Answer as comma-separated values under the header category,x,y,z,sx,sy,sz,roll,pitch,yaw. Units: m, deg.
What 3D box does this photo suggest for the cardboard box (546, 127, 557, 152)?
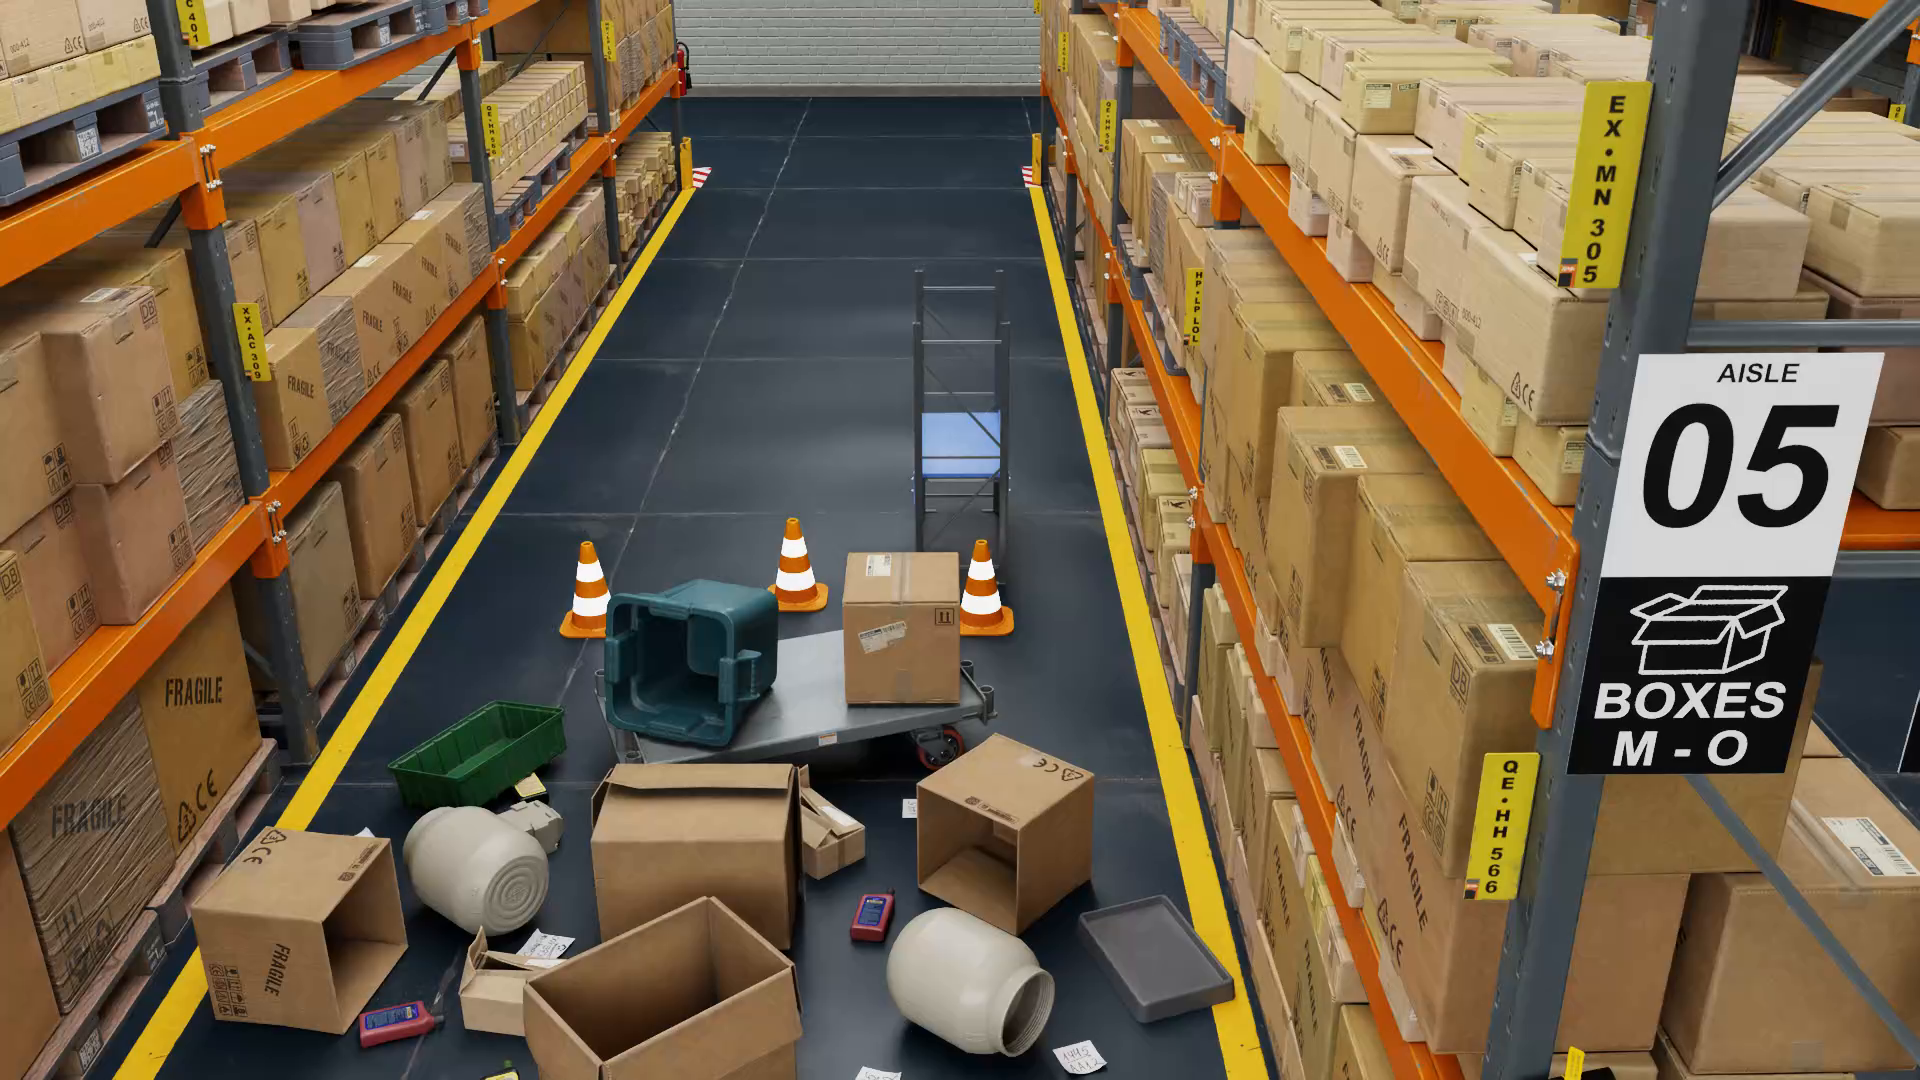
category,x,y,z,sx,sy,sz,roll,pitch,yaw
cardboard box,-3.288,-3.040,12.626,0.380,0.149,0.250,1,24,2

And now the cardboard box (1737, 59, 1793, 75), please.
category,x,y,z,sx,sy,sz,roll,pitch,yaw
cardboard box,6.191,-3.573,13.380,0.700,0.500,0.500,0,24,0

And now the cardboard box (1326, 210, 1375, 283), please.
category,x,y,z,sx,sy,sz,roll,pitch,yaw
cardboard box,1.227,-0.812,4.571,0.380,0.149,0.250,-1,24,-1

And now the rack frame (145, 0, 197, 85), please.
category,x,y,z,sx,sy,sz,roll,pitch,yaw
rack frame,-3.421,-3.099,5.683,1.000,3.000,0.127,0,24,-1

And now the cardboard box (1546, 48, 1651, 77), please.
category,x,y,z,sx,sy,sz,roll,pitch,yaw
cardboard box,1.862,-1.277,4.632,0.380,0.149,0.250,0,24,0

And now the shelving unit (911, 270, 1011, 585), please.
category,x,y,z,sx,sy,sz,roll,pitch,yaw
shelving unit,0.001,-0.648,9.363,0.538,1.500,1.048,0,24,-1

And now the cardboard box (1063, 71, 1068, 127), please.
category,x,y,z,sx,sy,sz,roll,pitch,yaw
cardboard box,1.180,-3.962,14.749,0.500,0.500,0.500,0,24,0

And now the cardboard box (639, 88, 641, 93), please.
category,x,y,z,sx,sy,sz,roll,pitch,yaw
cardboard box,-3.320,-4.423,16.194,0.380,0.149,0.250,0,24,0

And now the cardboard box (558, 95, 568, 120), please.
category,x,y,z,sx,sy,sz,roll,pitch,yaw
cardboard box,-3.295,-3.388,13.036,0.380,0.149,0.250,-1,24,-2

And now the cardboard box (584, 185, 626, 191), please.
category,x,y,z,sx,sy,sz,roll,pitch,yaw
cardboard box,-3.300,-3.187,15.384,0.380,0.149,0.250,-1,24,-1

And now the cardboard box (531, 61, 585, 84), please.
category,x,y,z,sx,sy,sz,roll,pitch,yaw
cardboard box,-3.309,-3.846,13.687,0.380,0.149,0.250,1,24,2

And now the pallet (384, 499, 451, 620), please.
category,x,y,z,sx,sy,sz,roll,pitch,yaw
pallet,-3.521,0.083,9.310,1.003,0.211,1.213,0,24,-1

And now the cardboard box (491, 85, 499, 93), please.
category,x,y,z,sx,sy,sz,roll,pitch,yaw
cardboard box,-3.959,-3.604,13.512,0.380,0.149,0.250,-1,24,-2

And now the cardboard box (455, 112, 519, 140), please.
category,x,y,z,sx,sy,sz,roll,pitch,yaw
cardboard box,-3.282,-2.874,11.539,0.380,0.149,0.250,-1,24,-3

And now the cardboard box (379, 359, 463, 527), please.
category,x,y,z,sx,sy,sz,roll,pitch,yaw
cardboard box,-3.535,-0.569,9.588,1.050,0.750,0.750,0,24,0

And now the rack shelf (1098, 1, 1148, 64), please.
category,x,y,z,sx,sy,sz,roll,pitch,yaw
rack shelf,1.462,-3.941,12.057,1.077,0.370,4.000,0,24,-1

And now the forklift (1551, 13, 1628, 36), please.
category,x,y,z,sx,sy,sz,roll,pitch,yaw
forklift,3.042,-1.186,8.816,1.130,2.935,3.031,0,24,0

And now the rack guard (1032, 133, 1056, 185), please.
category,x,y,z,sx,sy,sz,roll,pitch,yaw
rack guard,1.397,-4.246,18.531,1.175,0.500,0.348,0,24,-1

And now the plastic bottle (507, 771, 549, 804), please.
category,x,y,z,sx,sy,sz,roll,pitch,yaw
plastic bottle,-1.909,1.080,7.288,0.133,0.061,0.283,-14,28,-28

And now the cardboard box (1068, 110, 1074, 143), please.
category,x,y,z,sx,sy,sz,roll,pitch,yaw
cardboard box,1.181,-3.476,13.977,0.500,0.250,0.500,-1,24,-2

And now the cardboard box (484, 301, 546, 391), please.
category,x,y,z,sx,sy,sz,roll,pitch,yaw
cardboard box,-3.217,-1.359,11.639,0.500,0.500,0.500,-1,24,-3

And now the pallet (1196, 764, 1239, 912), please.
category,x,y,z,sx,sy,sz,roll,pitch,yaw
pallet,1.570,1.117,7.024,1.003,0.211,1.213,0,24,-1

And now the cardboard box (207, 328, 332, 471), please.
category,x,y,z,sx,sy,sz,roll,pitch,yaw
cardboard box,-3.157,-0.629,7.380,0.500,0.500,0.500,0,24,0

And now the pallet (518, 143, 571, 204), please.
category,x,y,z,sx,sy,sz,roll,pitch,yaw
pallet,-3.527,-2.742,12.406,1.003,0.211,1.213,0,24,-1

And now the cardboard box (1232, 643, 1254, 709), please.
category,x,y,z,sx,sy,sz,roll,pitch,yaw
cardboard box,1.213,0.502,6.129,0.380,0.149,0.250,1,24,1

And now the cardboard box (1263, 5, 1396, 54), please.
category,x,y,z,sx,sy,sz,roll,pitch,yaw
cardboard box,1.231,-1.698,5.562,0.380,0.149,0.250,-1,24,-2

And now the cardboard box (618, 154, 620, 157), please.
category,x,y,z,sx,sy,sz,roll,pitch,yaw
cardboard box,-3.803,-4.122,17.812,0.380,0.149,0.250,1,24,2

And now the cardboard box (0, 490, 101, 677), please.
category,x,y,z,sx,sy,sz,roll,pitch,yaw
cardboard box,-3.488,0.167,5.558,0.875,0.550,0.550,0,24,-1

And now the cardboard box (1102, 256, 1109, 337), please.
category,x,y,z,sx,sy,sz,roll,pitch,yaw
cardboard box,1.554,-1.954,12.499,0.875,0.875,0.875,0,24,0

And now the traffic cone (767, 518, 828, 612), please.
category,x,y,z,sx,sy,sz,roll,pitch,yaw
traffic cone,-0.889,0.106,8.953,0.336,0.463,0.334,0,24,-1

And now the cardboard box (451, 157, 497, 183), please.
category,x,y,z,sx,sy,sz,roll,pitch,yaw
cardboard box,-3.269,-2.427,10.910,0.380,0.149,0.250,1,24,2

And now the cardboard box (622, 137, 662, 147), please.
category,x,y,z,sx,sy,sz,roll,pitch,yaw
cardboard box,-3.347,-4.153,17.521,0.380,0.149,0.250,0,24,0

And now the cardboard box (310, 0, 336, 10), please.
category,x,y,z,sx,sy,sz,roll,pitch,yaw
cardboard box,-3.229,-2.680,7.929,0.396,0.266,0.258,0,24,-1

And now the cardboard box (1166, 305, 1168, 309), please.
category,x,y,z,sx,sy,sz,roll,pitch,yaw
cardboard box,1.249,-1.138,8.421,0.380,0.149,0.250,0,24,-1

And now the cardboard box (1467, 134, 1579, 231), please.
category,x,y,z,sx,sy,sz,roll,pitch,yaw
cardboard box,1.287,-0.747,3.458,0.380,0.149,0.250,-1,24,-1

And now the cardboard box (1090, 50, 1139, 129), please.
category,x,y,z,sx,sy,sz,roll,pitch,yaw
cardboard box,1.204,-3.207,11.867,0.500,0.500,0.500,0,24,-1

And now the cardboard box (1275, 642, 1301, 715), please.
category,x,y,z,sx,sy,sz,roll,pitch,yaw
cardboard box,1.246,0.447,5.427,0.380,0.149,0.250,0,24,-1

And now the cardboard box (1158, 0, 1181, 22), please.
category,x,y,z,sx,sy,sz,roll,pitch,yaw
cardboard box,1.485,-3.100,9.202,0.700,0.500,0.500,0,24,-1

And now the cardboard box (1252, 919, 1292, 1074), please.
category,x,y,z,sx,sy,sz,roll,pitch,yaw
cardboard box,1.285,1.519,5.579,0.500,0.250,0.500,-1,24,-2

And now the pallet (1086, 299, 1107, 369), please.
category,x,y,z,sx,sy,sz,roll,pitch,yaw
pallet,1.541,-1.634,13.107,1.003,0.211,1.213,0,24,-1

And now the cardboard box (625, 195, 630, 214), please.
category,x,y,z,sx,sy,sz,roll,pitch,yaw
cardboard box,-3.323,-3.157,15.678,0.380,0.149,0.250,-1,24,-3

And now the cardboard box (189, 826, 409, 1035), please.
category,x,y,z,sx,sy,sz,roll,pitch,yaw
cardboard box,-2.378,1.407,6.030,0.500,0.500,0.500,4,25,9

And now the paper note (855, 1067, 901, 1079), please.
category,x,y,z,sx,sy,sz,roll,pitch,yaw
paper note,-0.289,1.845,5.647,0.148,0.019,0.142,8,26,18

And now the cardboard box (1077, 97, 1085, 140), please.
category,x,y,z,sx,sy,sz,roll,pitch,yaw
cardboard box,1.176,-3.280,12.939,0.500,0.250,0.500,0,24,0

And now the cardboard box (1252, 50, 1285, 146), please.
category,x,y,z,sx,sy,sz,roll,pitch,yaw
cardboard box,1.274,-1.469,5.539,0.500,0.250,0.500,0,24,-1

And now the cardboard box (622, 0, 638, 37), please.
category,x,y,z,sx,sy,sz,roll,pitch,yaw
cardboard box,-3.265,-4.907,15.265,0.500,0.500,0.500,0,24,0

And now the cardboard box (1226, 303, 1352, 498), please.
category,x,y,z,sx,sy,sz,roll,pitch,yaw
cardboard box,1.278,-0.467,5.446,0.700,0.500,0.500,-1,24,-2

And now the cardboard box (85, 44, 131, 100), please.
category,x,y,z,sx,sy,sz,roll,pitch,yaw
cardboard box,-3.094,-1.603,5.687,0.380,0.149,0.250,0,24,0

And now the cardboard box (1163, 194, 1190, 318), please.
category,x,y,z,sx,sy,sz,roll,pitch,yaw
cardboard box,1.287,-1.409,8.233,0.500,0.500,0.500,1,24,1

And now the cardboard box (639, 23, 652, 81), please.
category,x,y,z,sx,sy,sz,roll,pitch,yaw
cardboard box,-3.279,-4.681,15.978,0.500,0.500,0.500,1,24,2

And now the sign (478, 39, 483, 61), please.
category,x,y,z,sx,sy,sz,roll,pitch,yaw
sign,-4.051,-4.051,14.017,0.100,0.325,0.005,0,24,-1

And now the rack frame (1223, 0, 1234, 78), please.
category,x,y,z,sx,sy,sz,roll,pitch,yaw
rack frame,1.528,-3.163,5.824,1.000,3.000,0.127,0,24,-1

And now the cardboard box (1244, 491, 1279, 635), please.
category,x,y,z,sx,sy,sz,roll,pitch,yaw
cardboard box,1.275,-0.015,5.660,0.500,0.500,0.500,0,24,-1
